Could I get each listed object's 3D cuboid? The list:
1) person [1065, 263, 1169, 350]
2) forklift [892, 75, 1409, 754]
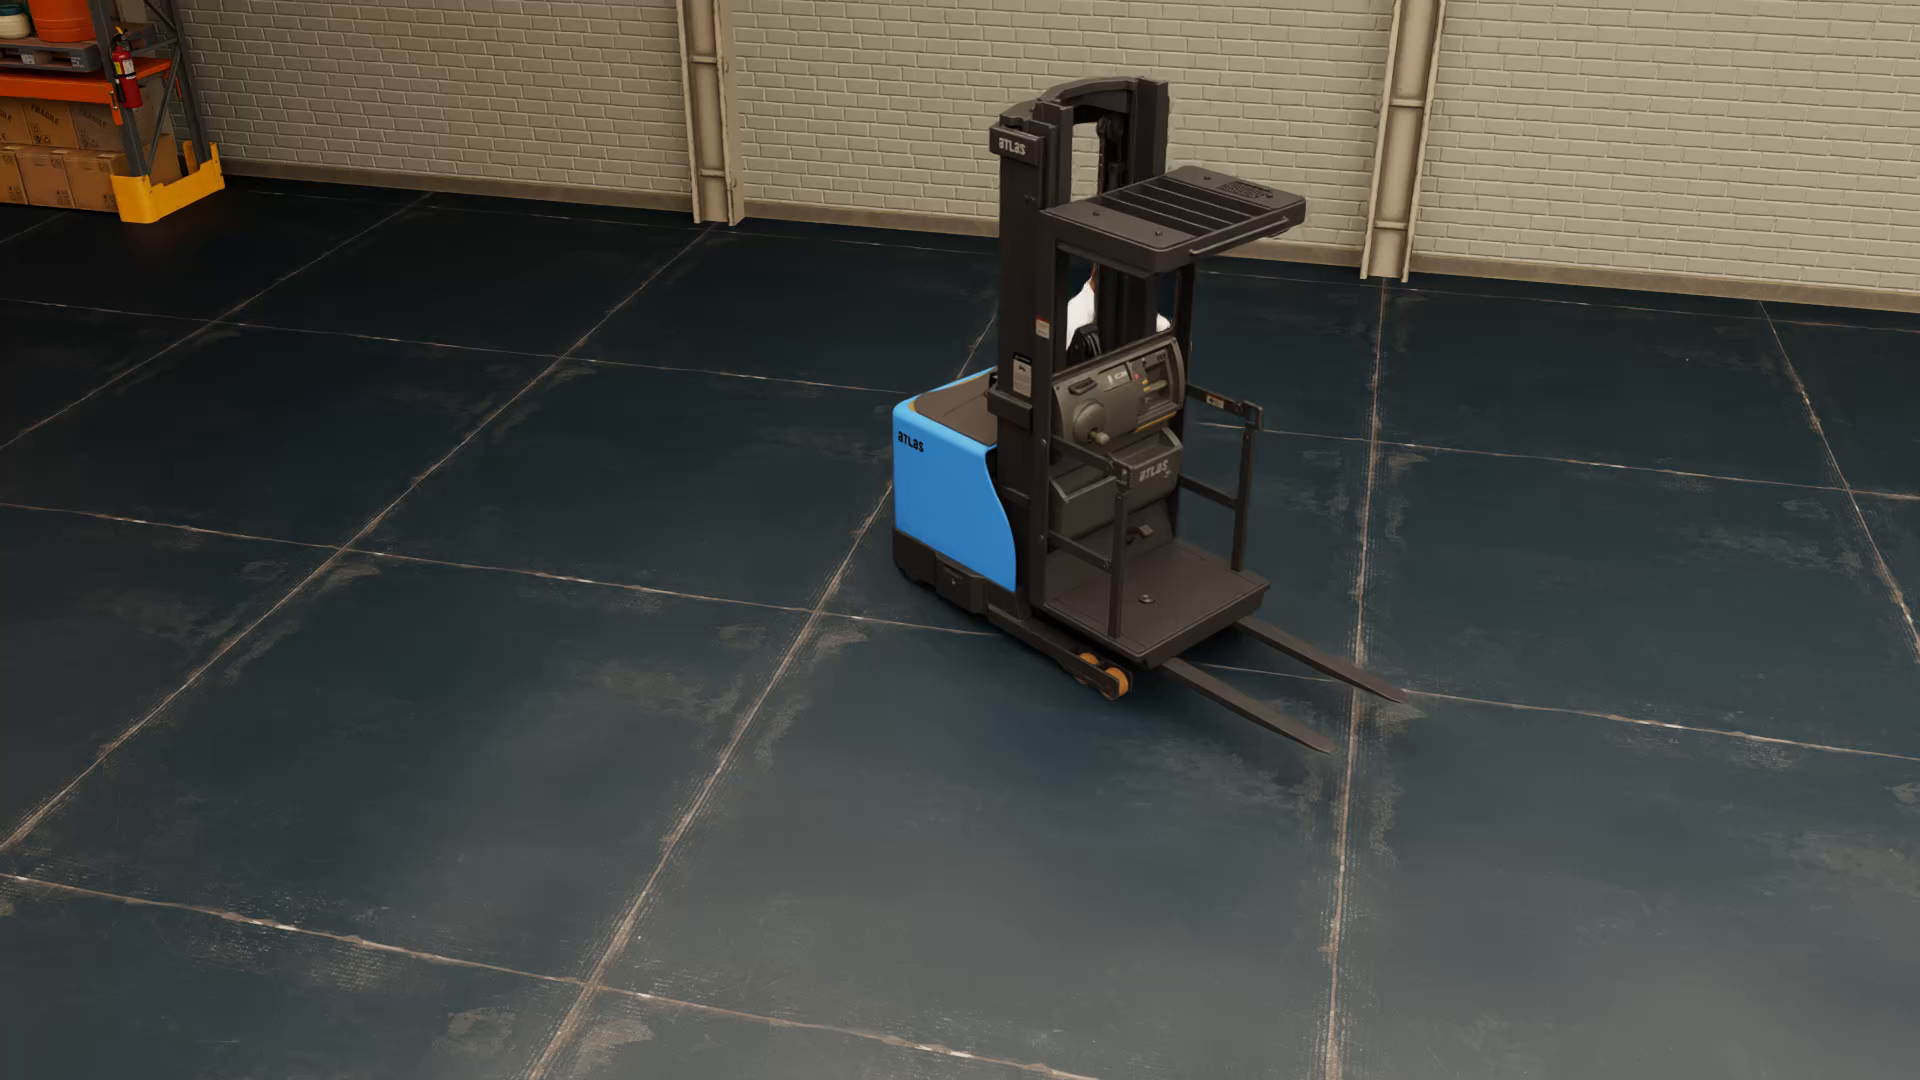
[{"bbox_3d":[0.963,-0.977,10.341,1.056,1.646,1.061,17,34,28],"label":"person"},{"bbox_3d":[0.974,-0.728,8.455,1.130,2.935,3.031,-24,38,-36],"label":"forklift"}]
